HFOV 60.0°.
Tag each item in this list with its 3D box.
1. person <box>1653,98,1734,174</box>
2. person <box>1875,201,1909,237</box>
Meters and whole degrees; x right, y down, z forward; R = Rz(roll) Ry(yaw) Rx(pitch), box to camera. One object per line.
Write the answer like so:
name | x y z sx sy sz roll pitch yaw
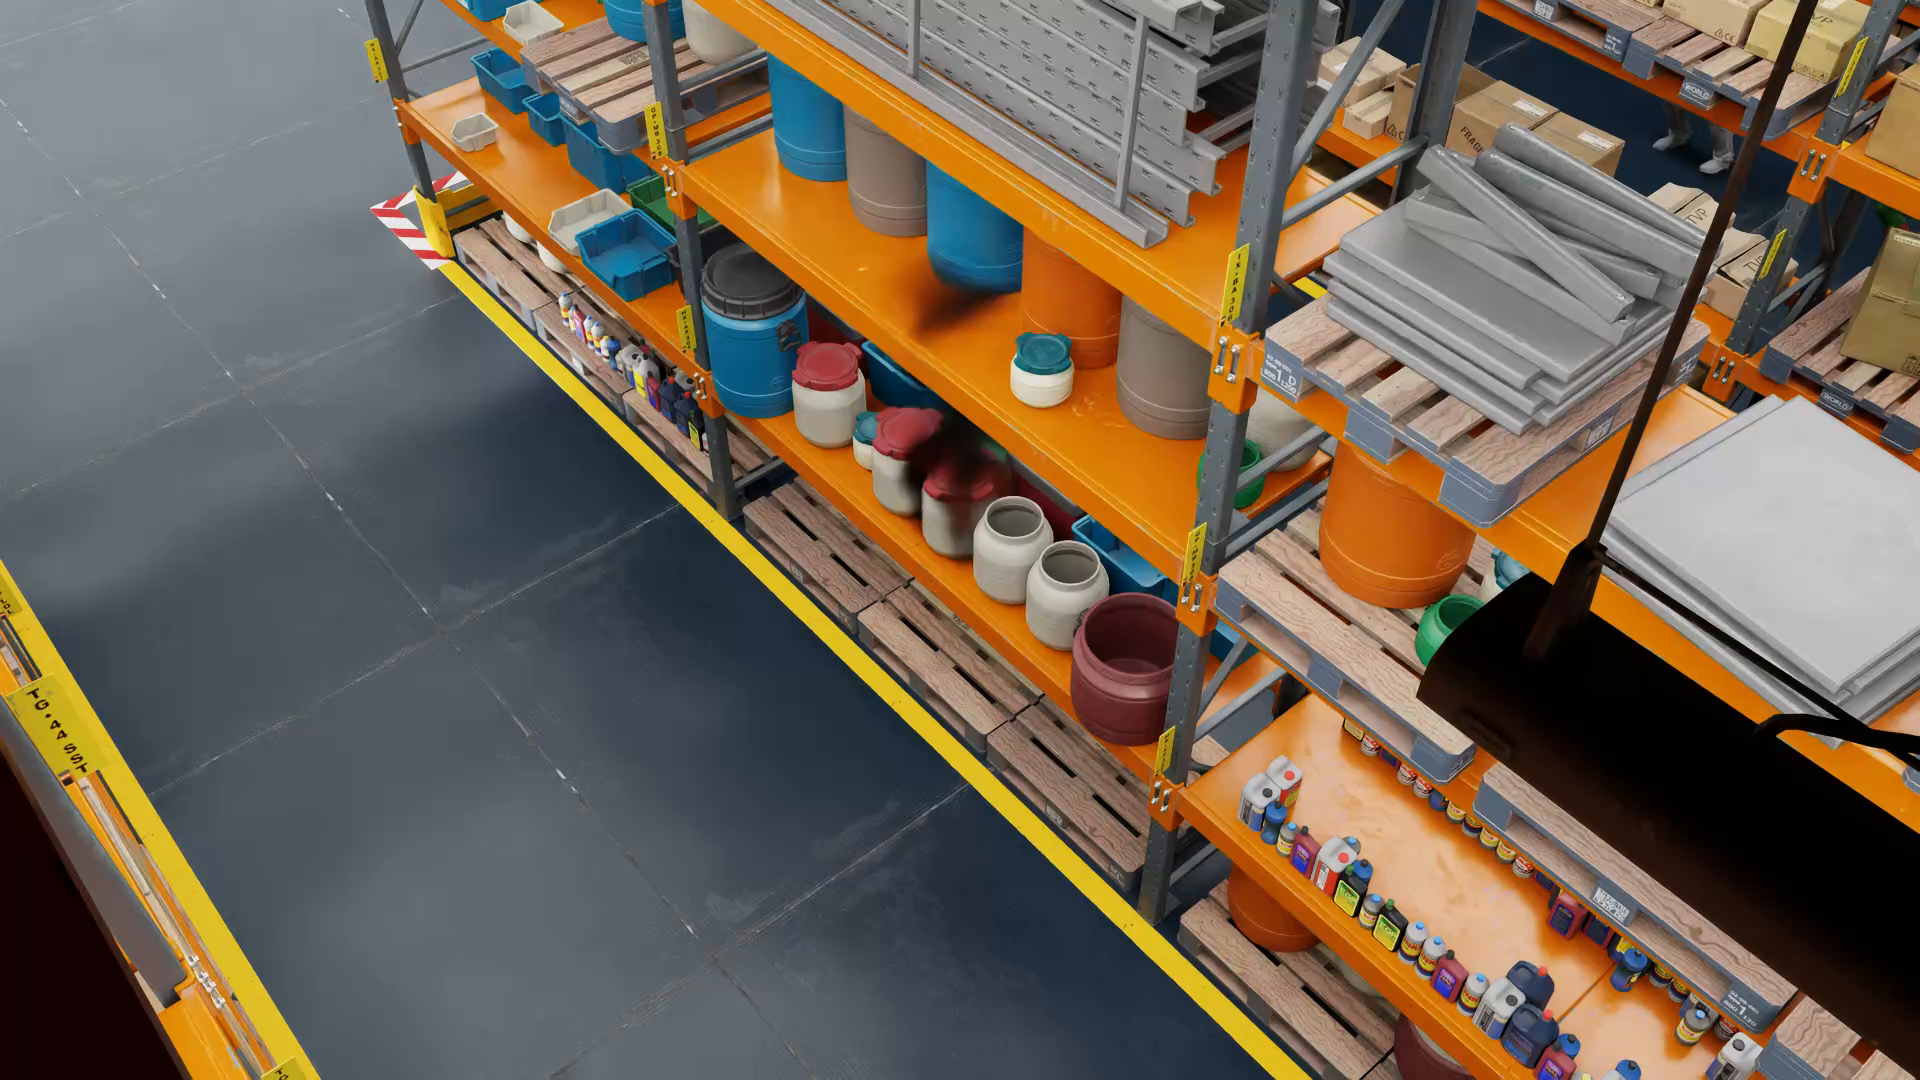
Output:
person | 6.056 -3.855 13.497 0.811 1.713 0.685 -1 46 -1
person | 7.220 -2.690 12.305 0.638 1.766 0.778 -35 56 -29
